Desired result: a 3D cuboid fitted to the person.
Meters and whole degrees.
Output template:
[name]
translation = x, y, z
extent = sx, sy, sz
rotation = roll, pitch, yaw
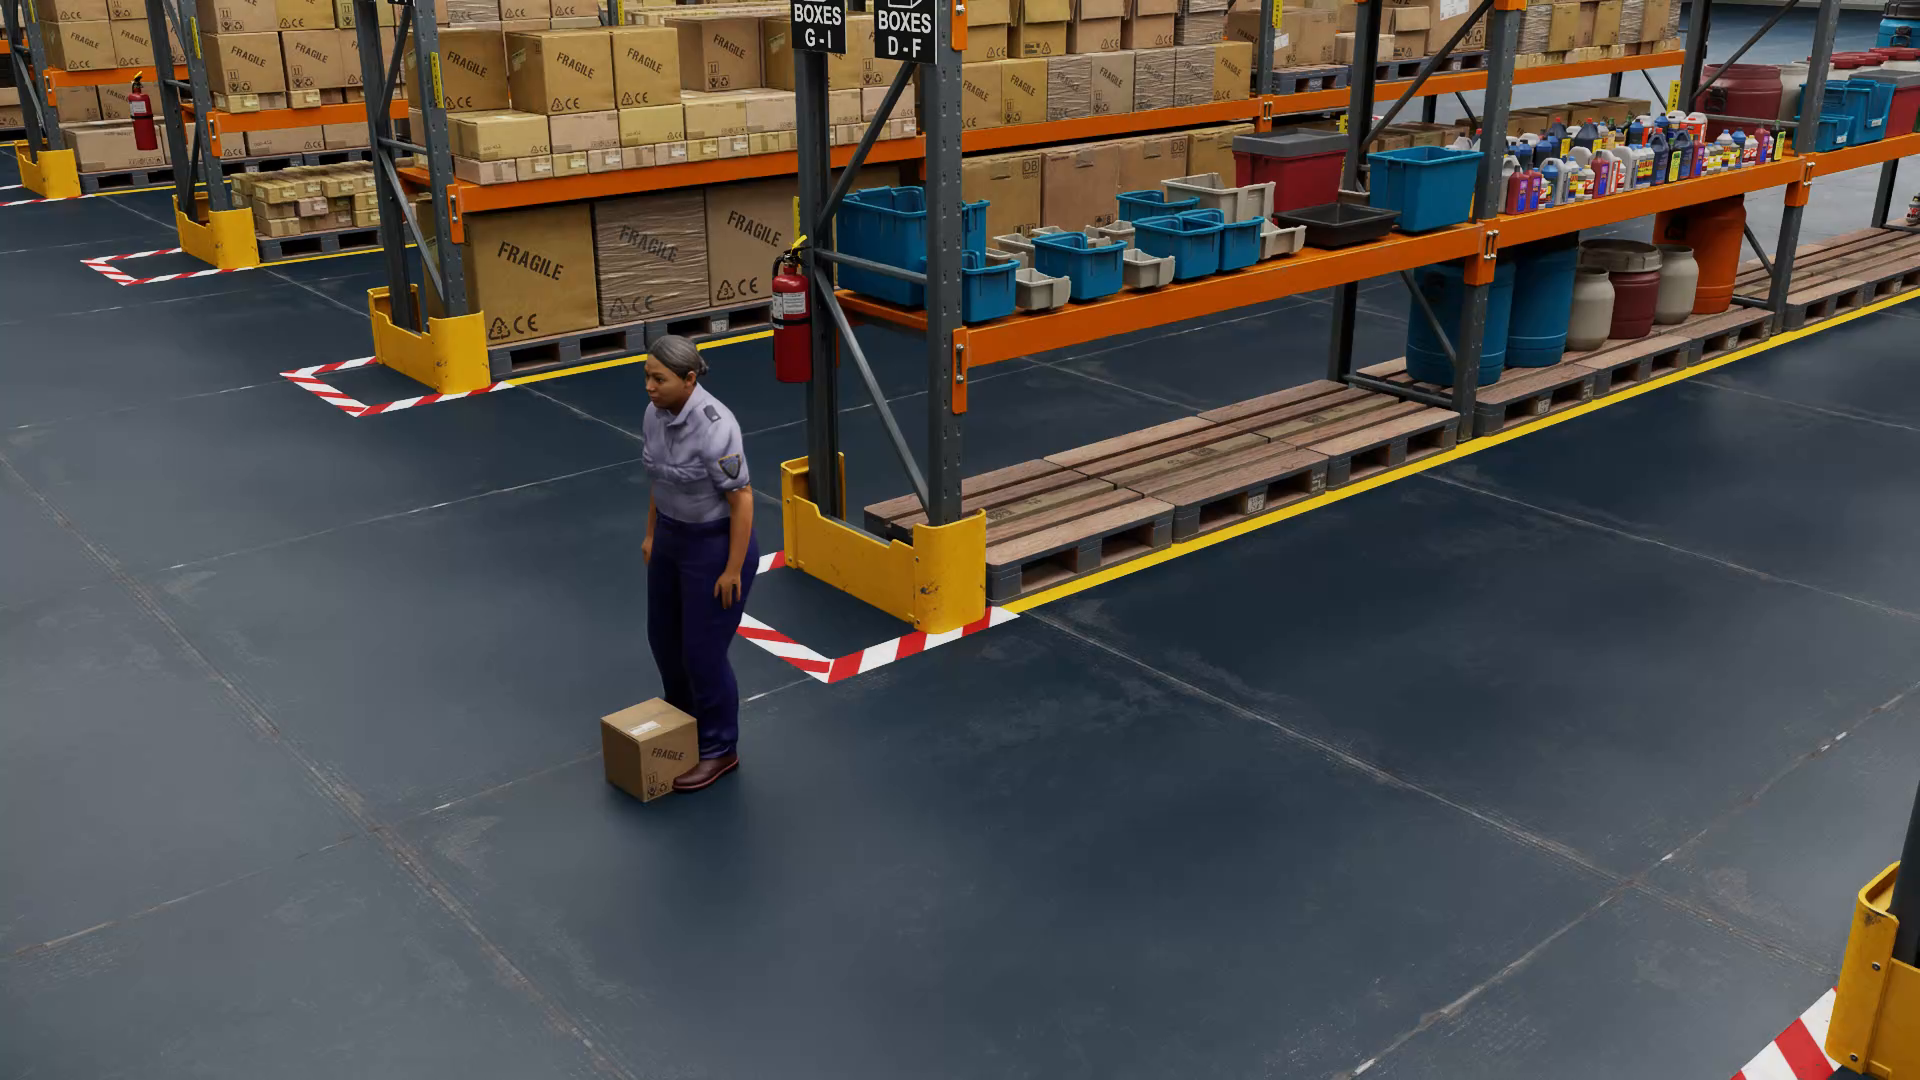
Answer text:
[person]
translation = -0.970, 0.062, 5.940
extent = 0.427, 1.647, 0.562
rotation = -19, 28, -41
